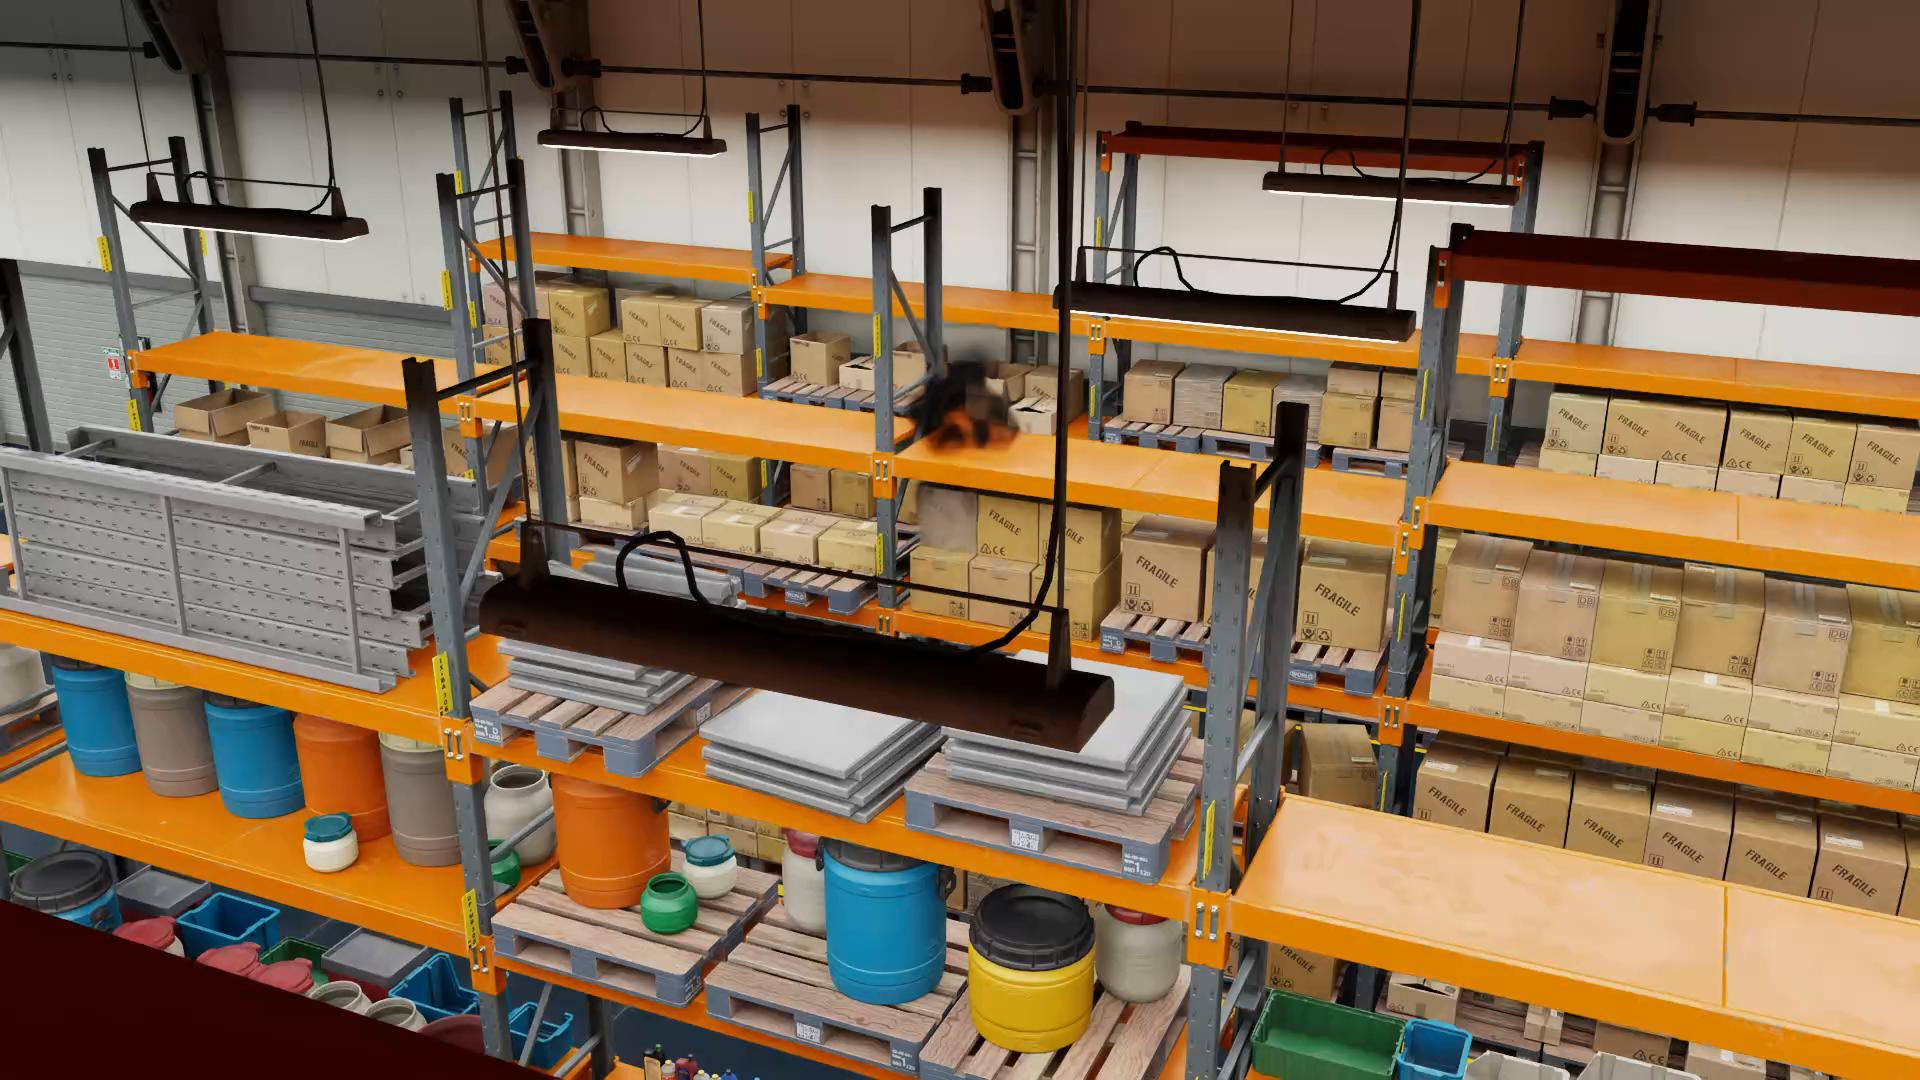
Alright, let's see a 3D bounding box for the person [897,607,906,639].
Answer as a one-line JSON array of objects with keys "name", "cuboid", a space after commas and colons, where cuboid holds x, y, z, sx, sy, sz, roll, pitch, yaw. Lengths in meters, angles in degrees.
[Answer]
[{"name": "person", "cuboid": [-0.686, 1.390, 16.683, 0.609, 1.619, 0.563, 5, 21, 13]}]
